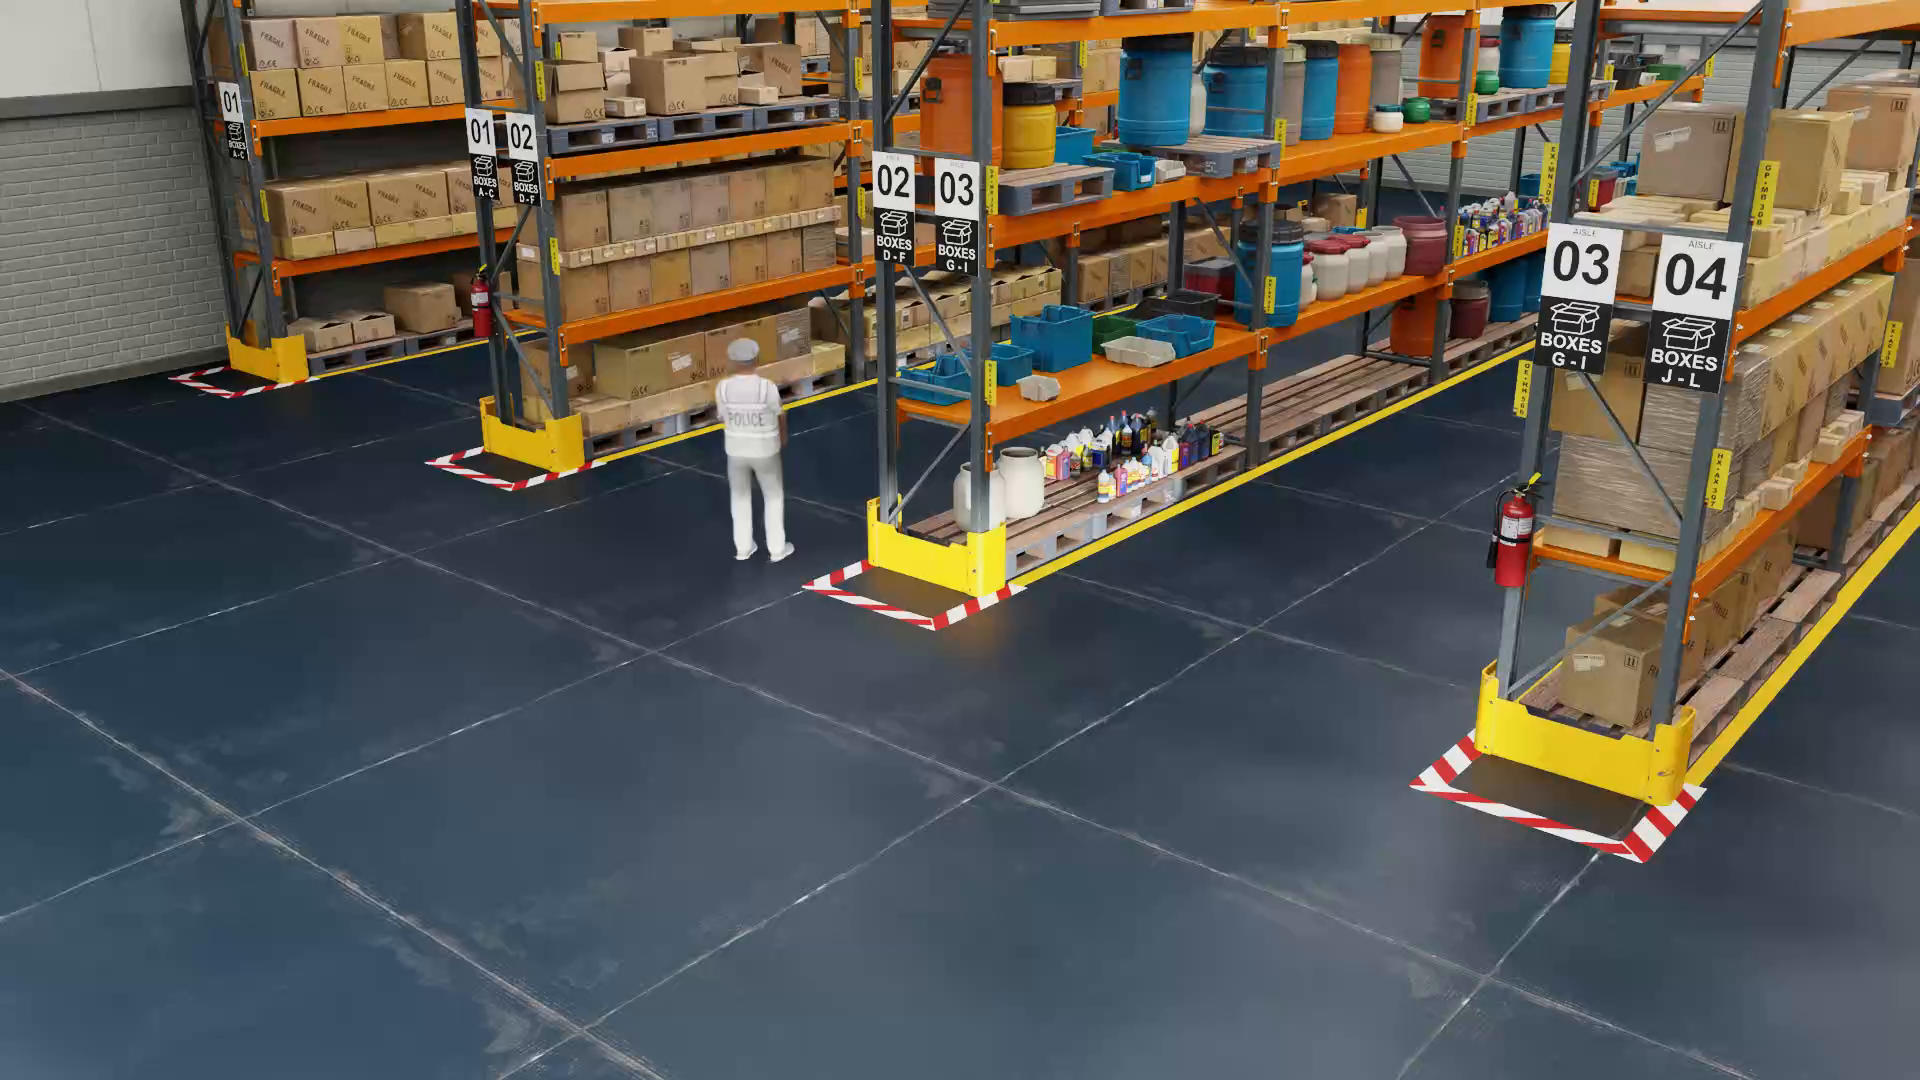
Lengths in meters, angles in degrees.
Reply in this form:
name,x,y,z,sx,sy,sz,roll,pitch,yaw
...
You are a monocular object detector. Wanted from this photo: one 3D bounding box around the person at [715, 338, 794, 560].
name,x,y,z,sx,sy,sz,roll,pitch,yaw
person,-1.606,-0.721,12.990,0.529,1.782,0.552,2,20,5
